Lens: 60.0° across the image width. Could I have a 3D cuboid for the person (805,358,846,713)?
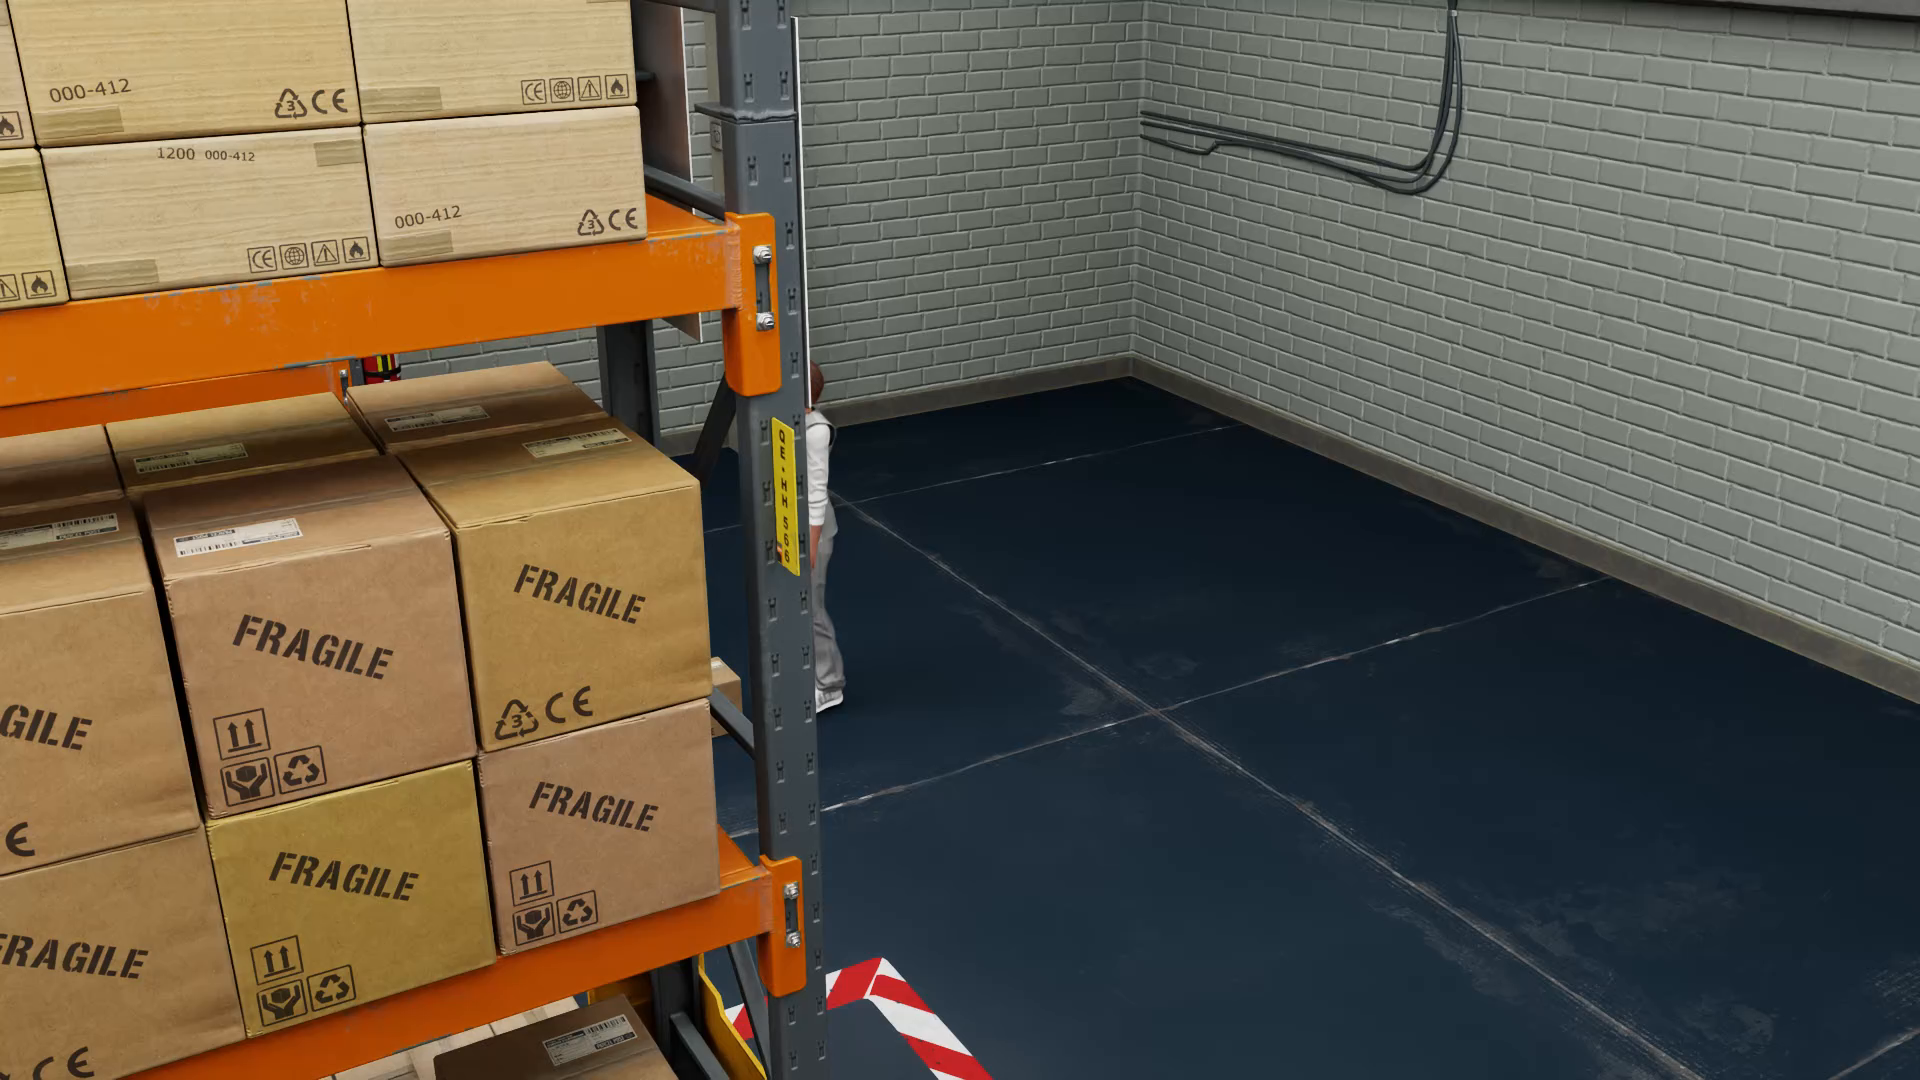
[{"bbox_3d":[-0.679,-0.017,7.146,0.312,1.598,0.405,-12,25,-27],"label":"person"}]
